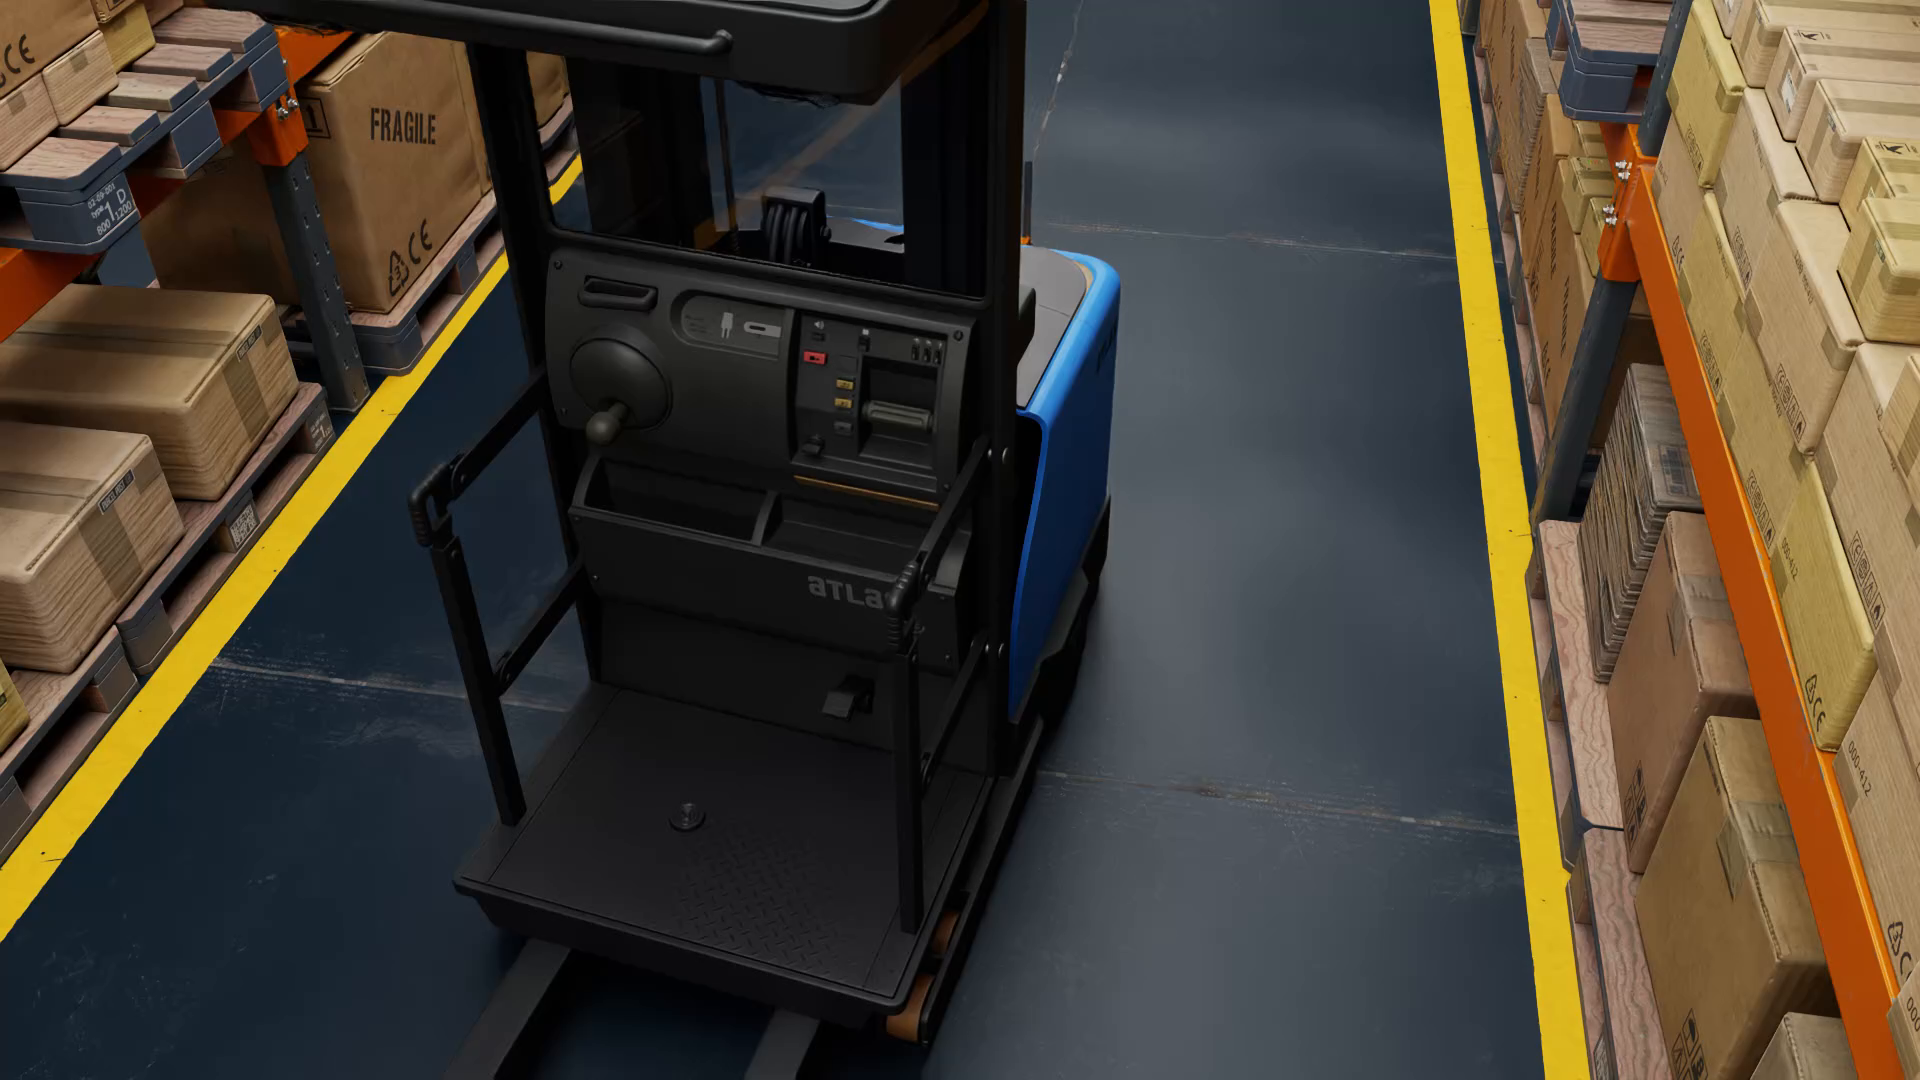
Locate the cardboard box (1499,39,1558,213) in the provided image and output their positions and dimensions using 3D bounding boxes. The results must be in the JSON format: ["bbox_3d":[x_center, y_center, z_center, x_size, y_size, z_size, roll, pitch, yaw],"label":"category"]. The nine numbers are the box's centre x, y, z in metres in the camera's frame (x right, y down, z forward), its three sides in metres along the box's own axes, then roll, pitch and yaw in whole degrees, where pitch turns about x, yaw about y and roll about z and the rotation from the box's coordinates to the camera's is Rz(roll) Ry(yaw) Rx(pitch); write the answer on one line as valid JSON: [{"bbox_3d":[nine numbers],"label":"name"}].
[{"bbox_3d":[2.428,-1.596,6.458,0.500,0.500,0.500,5,40,6],"label":"cardboard box"}]

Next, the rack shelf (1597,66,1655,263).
[{"bbox_3d":[2.656,-2.117,6.021,1.077,0.370,4.000,6,40,8],"label":"rack shelf"}]

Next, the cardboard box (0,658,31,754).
[{"bbox_3d":[-2.944,0.460,4.072,0.950,0.372,0.625,8,40,9],"label":"cardboard box"}]

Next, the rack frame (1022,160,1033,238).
[{"bbox_3d":[0.088,-0.618,5.056,0.240,1.200,0.006,12,41,14],"label":"rack frame"}]

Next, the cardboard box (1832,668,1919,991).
[{"bbox_3d":[1.645,0.460,2.457,0.500,0.250,0.500,7,40,8],"label":"cardboard box"}]

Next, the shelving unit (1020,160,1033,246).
[{"bbox_3d":[0.060,-0.563,4.989,0.258,1.200,0.189,12,41,14],"label":"shelving unit"}]

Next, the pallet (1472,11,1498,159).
[{"bbox_3d":[2.899,-2.060,7.576,1.003,0.211,1.213,6,40,8],"label":"pallet"}]

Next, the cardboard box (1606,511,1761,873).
[{"bbox_3d":[2.083,0.415,3.927,0.875,0.625,0.625,8,40,9],"label":"cardboard box"}]

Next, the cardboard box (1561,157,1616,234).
[{"bbox_3d":[2.163,-1.100,5.349,0.380,0.149,0.250,4,40,5],"label":"cardboard box"}]

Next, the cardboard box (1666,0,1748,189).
[{"bbox_3d":[1.968,-1.025,3.861,0.500,0.250,0.500,6,40,8],"label":"cardboard box"}]

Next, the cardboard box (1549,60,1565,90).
[{"bbox_3d":[2.403,-1.754,6.141,0.380,0.149,0.250,5,40,6],"label":"cardboard box"}]

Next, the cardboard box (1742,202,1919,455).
[{"bbox_3d":[1.796,-0.382,3.083,0.500,0.250,0.500,5,40,7],"label":"cardboard box"}]

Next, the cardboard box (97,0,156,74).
[{"bbox_3d":[-2.380,-1.341,4.385,0.380,0.149,0.250,7,40,8],"label":"cardboard box"}]

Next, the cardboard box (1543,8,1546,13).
[{"bbox_3d":[2.559,-2.231,6.717,0.380,0.149,0.250,6,40,8],"label":"cardboard box"}]

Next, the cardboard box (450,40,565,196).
[{"bbox_3d":[-2.220,-2.010,6.665,0.875,0.875,0.875,7,40,8],"label":"cardboard box"}]

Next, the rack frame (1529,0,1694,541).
[{"bbox_3d":[2.310,-1.139,4.273,1.000,3.000,0.127,6,40,8],"label":"rack frame"}]

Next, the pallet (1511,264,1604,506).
[{"bbox_3d":[2.476,-0.528,5.724,1.003,0.211,1.213,6,40,8],"label":"pallet"}]

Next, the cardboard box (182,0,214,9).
[{"bbox_3d":[-2.247,-1.905,5.318,0.500,0.250,0.500,6,40,7],"label":"cardboard box"}]

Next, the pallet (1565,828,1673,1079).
[{"bbox_3d":[1.916,1.212,3.619,1.003,0.211,1.213,6,40,8],"label":"pallet"}]

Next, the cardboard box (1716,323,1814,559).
[{"bbox_3d":[1.818,-0.190,3.244,0.500,0.250,0.500,5,40,6],"label":"cardboard box"}]

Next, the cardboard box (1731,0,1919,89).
[{"bbox_3d":[1.920,-1.092,3.629,0.380,0.149,0.250,7,40,9],"label":"cardboard box"}]

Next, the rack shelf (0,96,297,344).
[{"bbox_3d":[-2.926,-0.151,3.644,1.077,0.370,4.000,6,40,8],"label":"rack shelf"}]

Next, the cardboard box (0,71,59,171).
[{"bbox_3d":[-2.430,-1.021,3.998,0.380,0.149,0.250,5,40,6],"label":"cardboard box"}]

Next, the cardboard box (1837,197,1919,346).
[{"bbox_3d":[1.752,-0.449,2.851,0.380,0.149,0.250,7,40,9],"label":"cardboard box"}]

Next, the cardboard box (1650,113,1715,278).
[{"bbox_3d":[1.993,-0.829,4.017,0.500,0.250,0.500,7,40,8],"label":"cardboard box"}]

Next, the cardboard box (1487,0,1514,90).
[{"bbox_3d":[2.614,-2.234,7.230,0.500,0.500,0.500,6,40,7],"label":"cardboard box"}]

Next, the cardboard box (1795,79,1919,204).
[{"bbox_3d":[1.868,-0.763,3.231,0.380,0.149,0.250,7,40,8],"label":"cardboard box"}]

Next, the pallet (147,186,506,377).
[{"bbox_3d":[-2.369,-1.096,6.409,1.003,0.211,1.213,6,40,8],"label":"pallet"}]

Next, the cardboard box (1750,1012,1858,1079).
[{"bbox_3d":[1.839,1.310,2.845,0.875,0.625,0.625,6,40,7],"label":"cardboard box"}]

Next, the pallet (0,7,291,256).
[{"bbox_3d":[-2.598,-1.151,4.438,1.213,0.211,1.003,6,40,8],"label":"pallet"}]

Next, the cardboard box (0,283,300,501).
[{"bbox_3d":[-2.687,-0.479,5.208,0.950,0.372,0.625,4,40,5],"label":"cardboard box"}]

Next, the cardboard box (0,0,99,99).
[{"bbox_3d":[-2.463,-1.357,3.896,0.500,0.500,0.500,6,40,7],"label":"cardboard box"}]

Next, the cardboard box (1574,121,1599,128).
[{"bbox_3d":[2.342,-1.421,5.738,0.380,0.149,0.250,8,40,9],"label":"cardboard box"}]

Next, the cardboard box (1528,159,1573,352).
[{"bbox_3d":[2.268,-0.939,5.664,0.500,0.500,0.500,6,40,7],"label":"cardboard box"}]

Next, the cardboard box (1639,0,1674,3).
[{"bbox_3d":[2.046,-1.658,4.769,0.380,0.149,0.250,7,40,8],"label":"cardboard box"}]

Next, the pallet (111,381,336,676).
[{"bbox_3d":[-2.716,-0.119,5.228,1.003,0.211,1.213,6,40,8],"label":"pallet"}]

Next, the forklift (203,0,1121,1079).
[{"bbox_3d":[-0.493,-0.264,3.270,1.130,2.935,3.031,12,41,14],"label":"forklift"}]

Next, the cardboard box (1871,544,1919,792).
[{"bbox_3d":[1.627,0.257,2.311,0.500,0.250,0.500,7,40,9],"label":"cardboard box"}]
